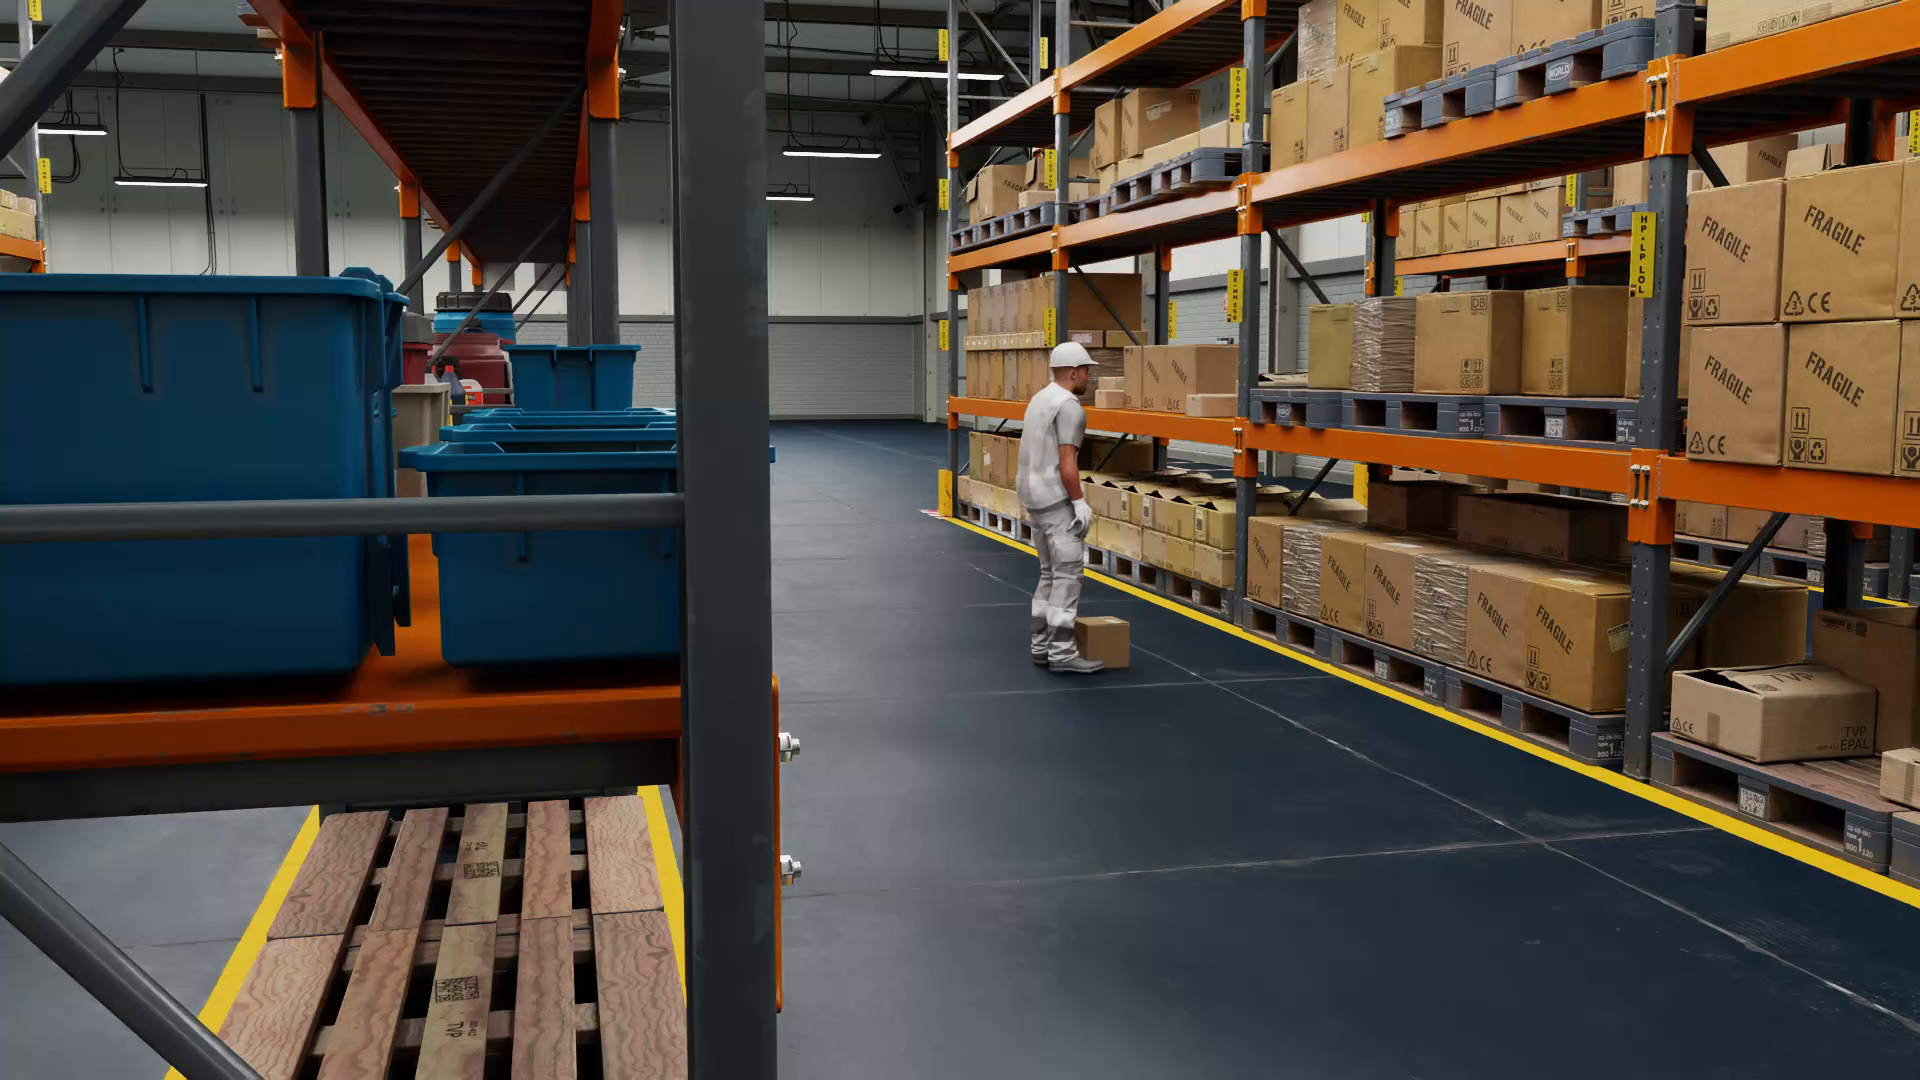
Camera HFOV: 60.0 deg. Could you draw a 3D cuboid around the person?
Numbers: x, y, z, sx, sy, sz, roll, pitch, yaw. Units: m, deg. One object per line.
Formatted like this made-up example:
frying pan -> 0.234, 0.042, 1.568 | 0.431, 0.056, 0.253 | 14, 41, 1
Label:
person -> 0.550, -0.186, 9.083 | 0.453, 1.778, 0.616 | -2, 6, -17
